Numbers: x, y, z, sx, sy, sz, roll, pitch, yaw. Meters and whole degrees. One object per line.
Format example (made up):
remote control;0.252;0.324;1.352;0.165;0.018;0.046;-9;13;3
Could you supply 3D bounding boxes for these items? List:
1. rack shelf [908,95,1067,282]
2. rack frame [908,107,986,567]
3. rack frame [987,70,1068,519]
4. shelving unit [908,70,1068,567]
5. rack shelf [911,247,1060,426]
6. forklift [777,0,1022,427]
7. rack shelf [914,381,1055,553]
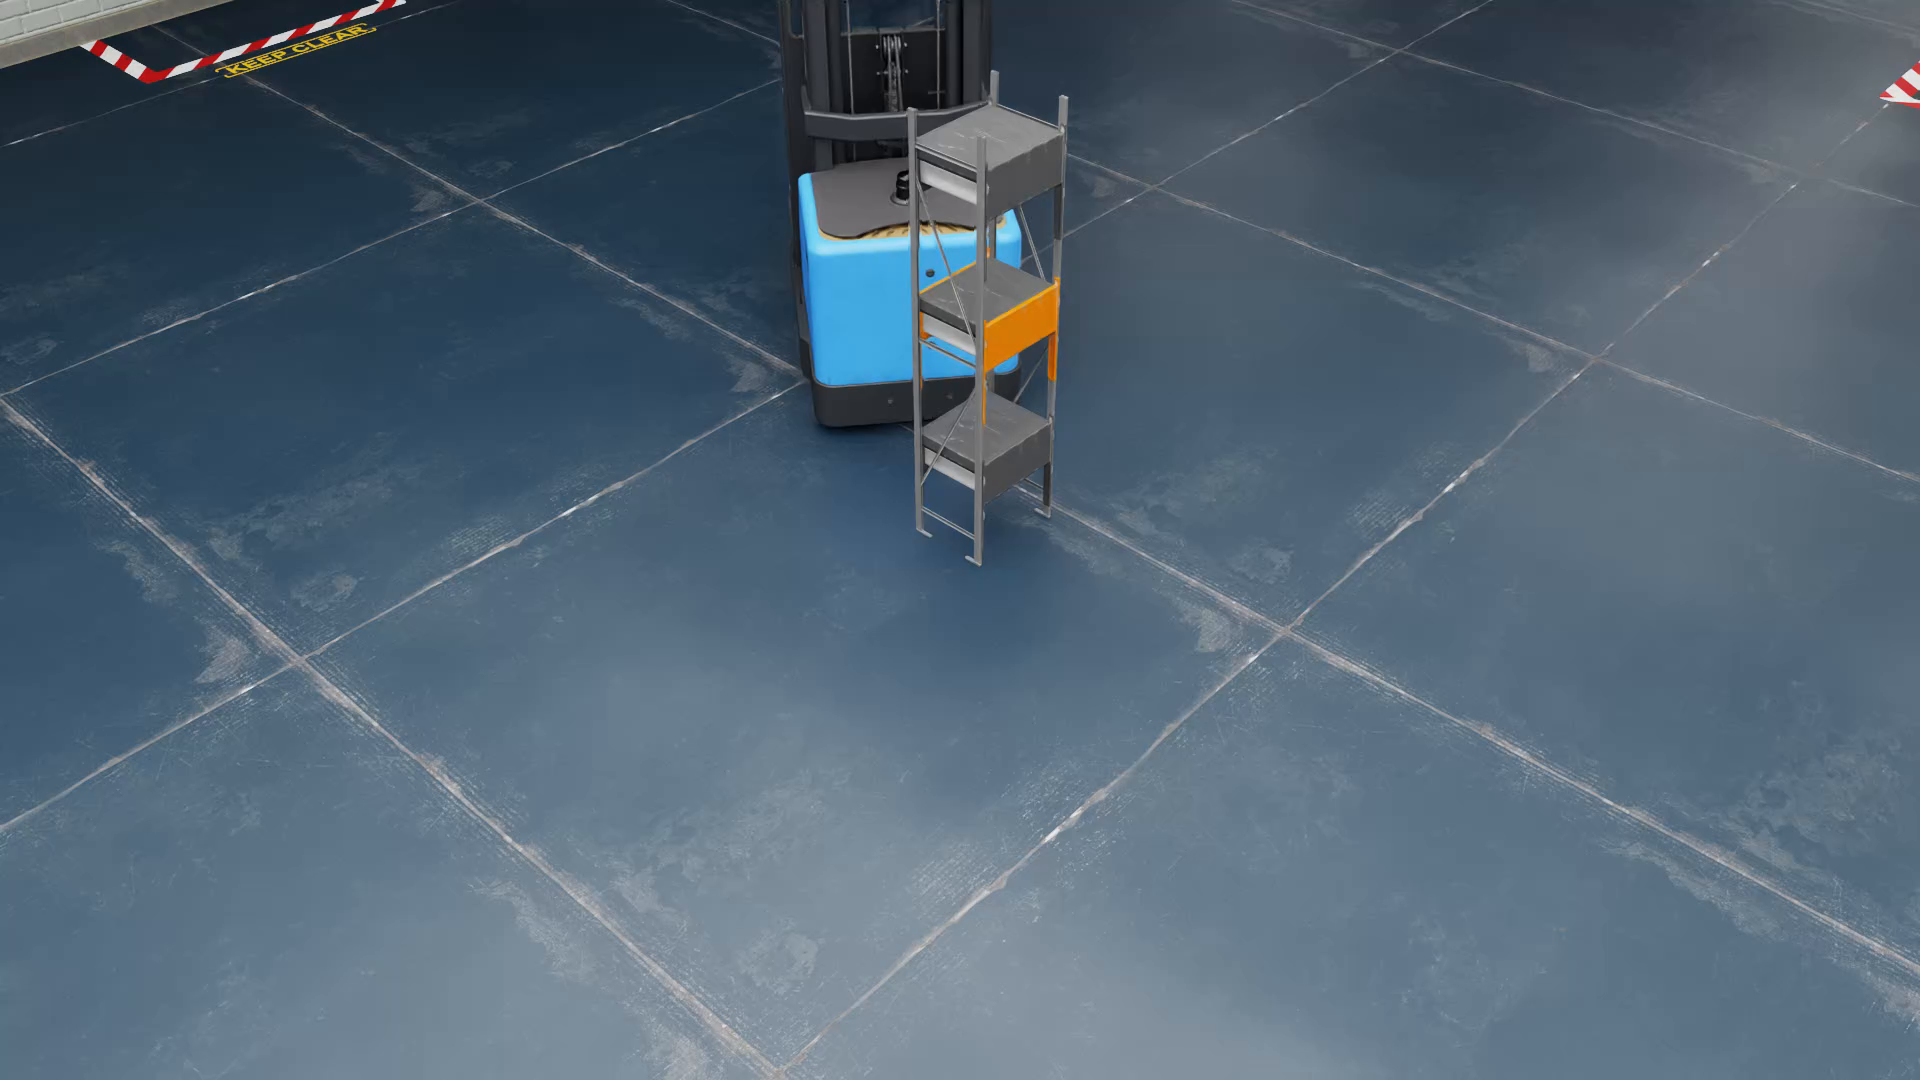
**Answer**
rack shelf;0.112;-1.435;6.765;0.431;0.518;0.480;30;47;32
rack frame;-0.053;-0.786;7.051;0.400;2.100;0.015;30;47;32
rack frame;0.276;-1.010;7.333;0.400;2.100;0.015;30;47;32
shelving unit;0.112;-0.898;7.192;0.431;2.100;0.503;30;47;32
rack shelf;0.112;-0.887;7.201;0.431;0.518;0.480;30;47;32
forklift;-0.406;-2.628;8.700;1.130;2.935;3.031;-5;39;-6
rack shelf;0.112;-0.339;7.636;0.431;0.518;0.480;30;47;32
